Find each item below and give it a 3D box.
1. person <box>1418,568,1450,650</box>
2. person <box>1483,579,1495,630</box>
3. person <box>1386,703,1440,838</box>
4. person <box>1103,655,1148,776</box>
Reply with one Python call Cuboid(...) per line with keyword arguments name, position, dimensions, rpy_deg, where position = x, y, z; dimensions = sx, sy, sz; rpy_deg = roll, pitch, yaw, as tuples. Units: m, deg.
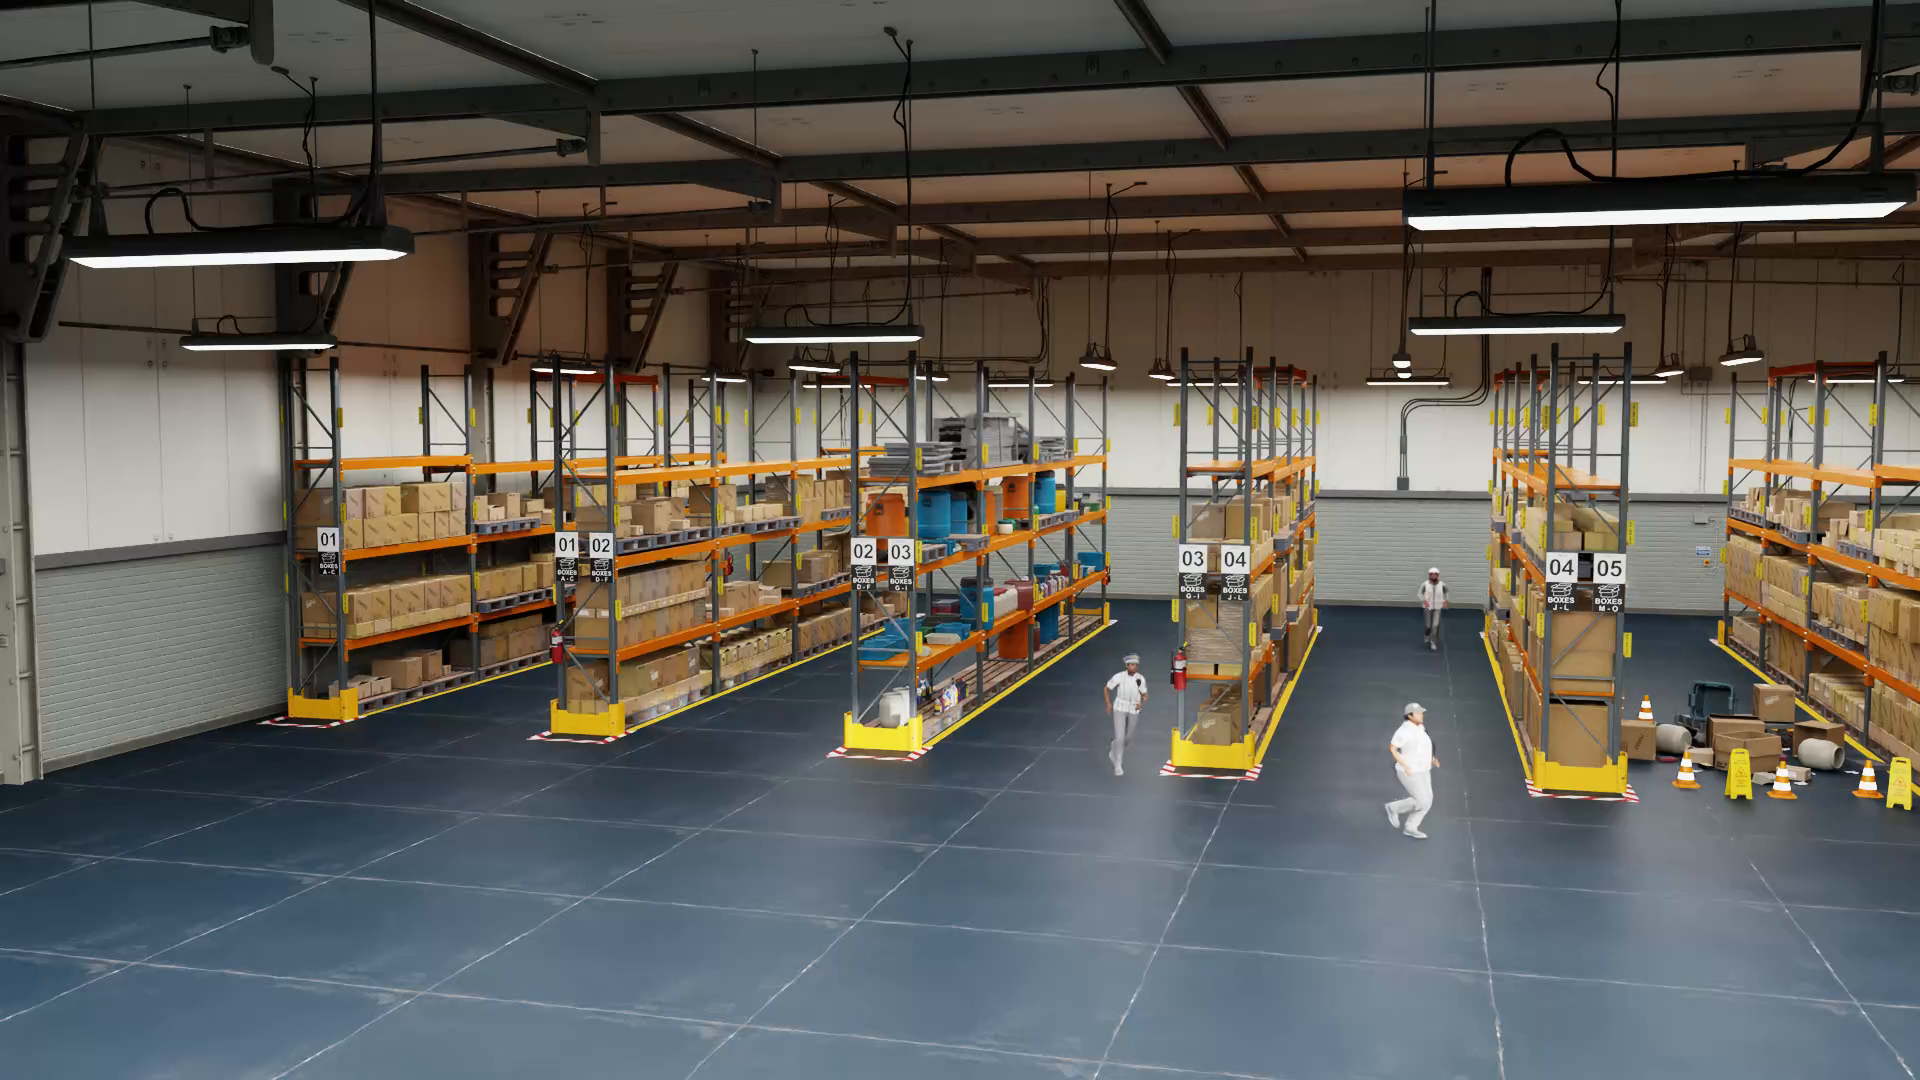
Cuboid(name="person", position=(10.301, 1.480, 36.153), dimensions=(0.685, 1.770, 0.719), rpy_deg=(1, 4, 13))
Cuboid(name="person", position=(12.596, 1.341, 39.021), dimensions=(0.549, 1.648, 0.657), rpy_deg=(1, 4, 7))
Cuboid(name="person", position=(5.408, 2.742, 19.828), dimensions=(0.554, 1.617, 0.621), rpy_deg=(4, 6, 43))
Cuboid(name="person", position=(2.368, 2.449, 23.656), dimensions=(0.629, 1.668, 0.808), rpy_deg=(-1, 4, -11))
